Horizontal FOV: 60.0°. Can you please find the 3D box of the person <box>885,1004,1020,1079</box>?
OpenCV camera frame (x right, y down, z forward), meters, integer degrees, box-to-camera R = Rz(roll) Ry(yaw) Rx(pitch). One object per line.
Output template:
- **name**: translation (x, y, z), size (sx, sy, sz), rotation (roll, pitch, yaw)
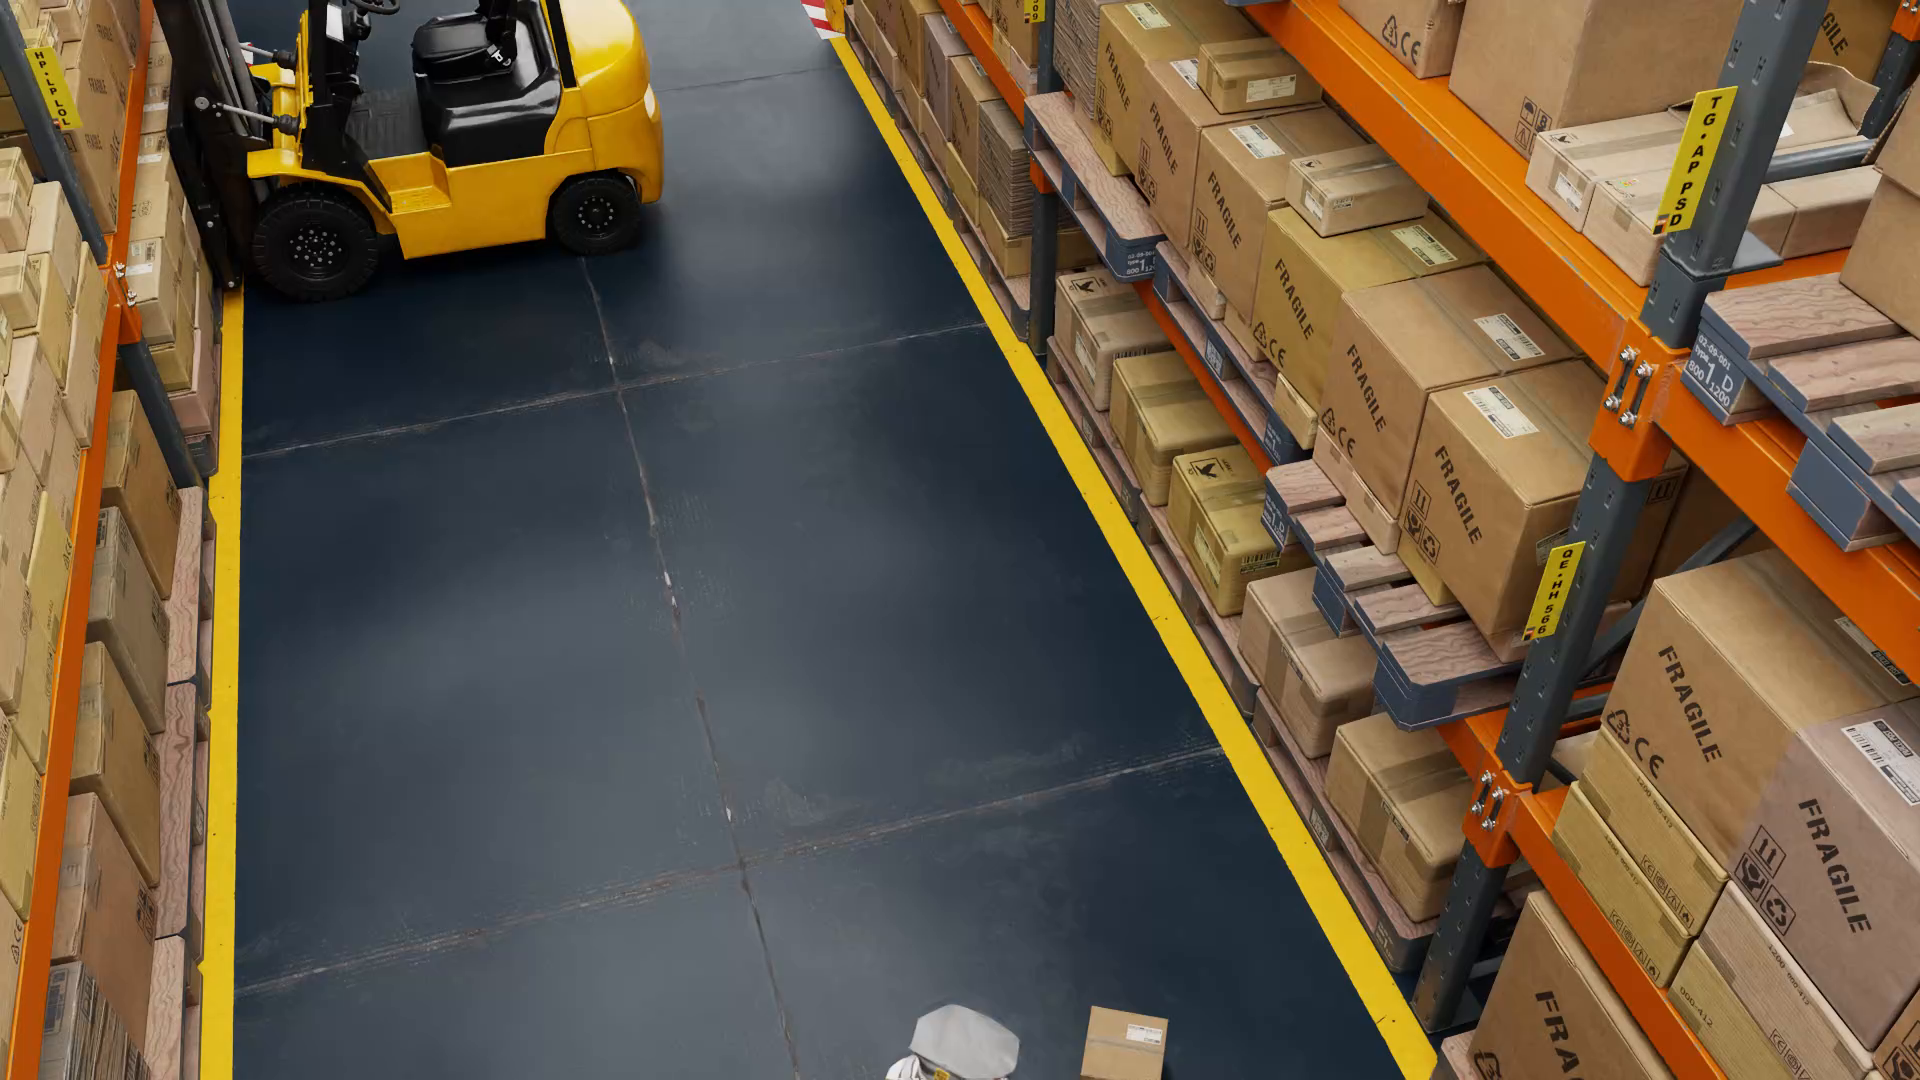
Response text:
- **person**: translation (-0.027, 1.762, 4.194), size (0.456, 1.636, 0.962), rotation (12, 44, 13)
